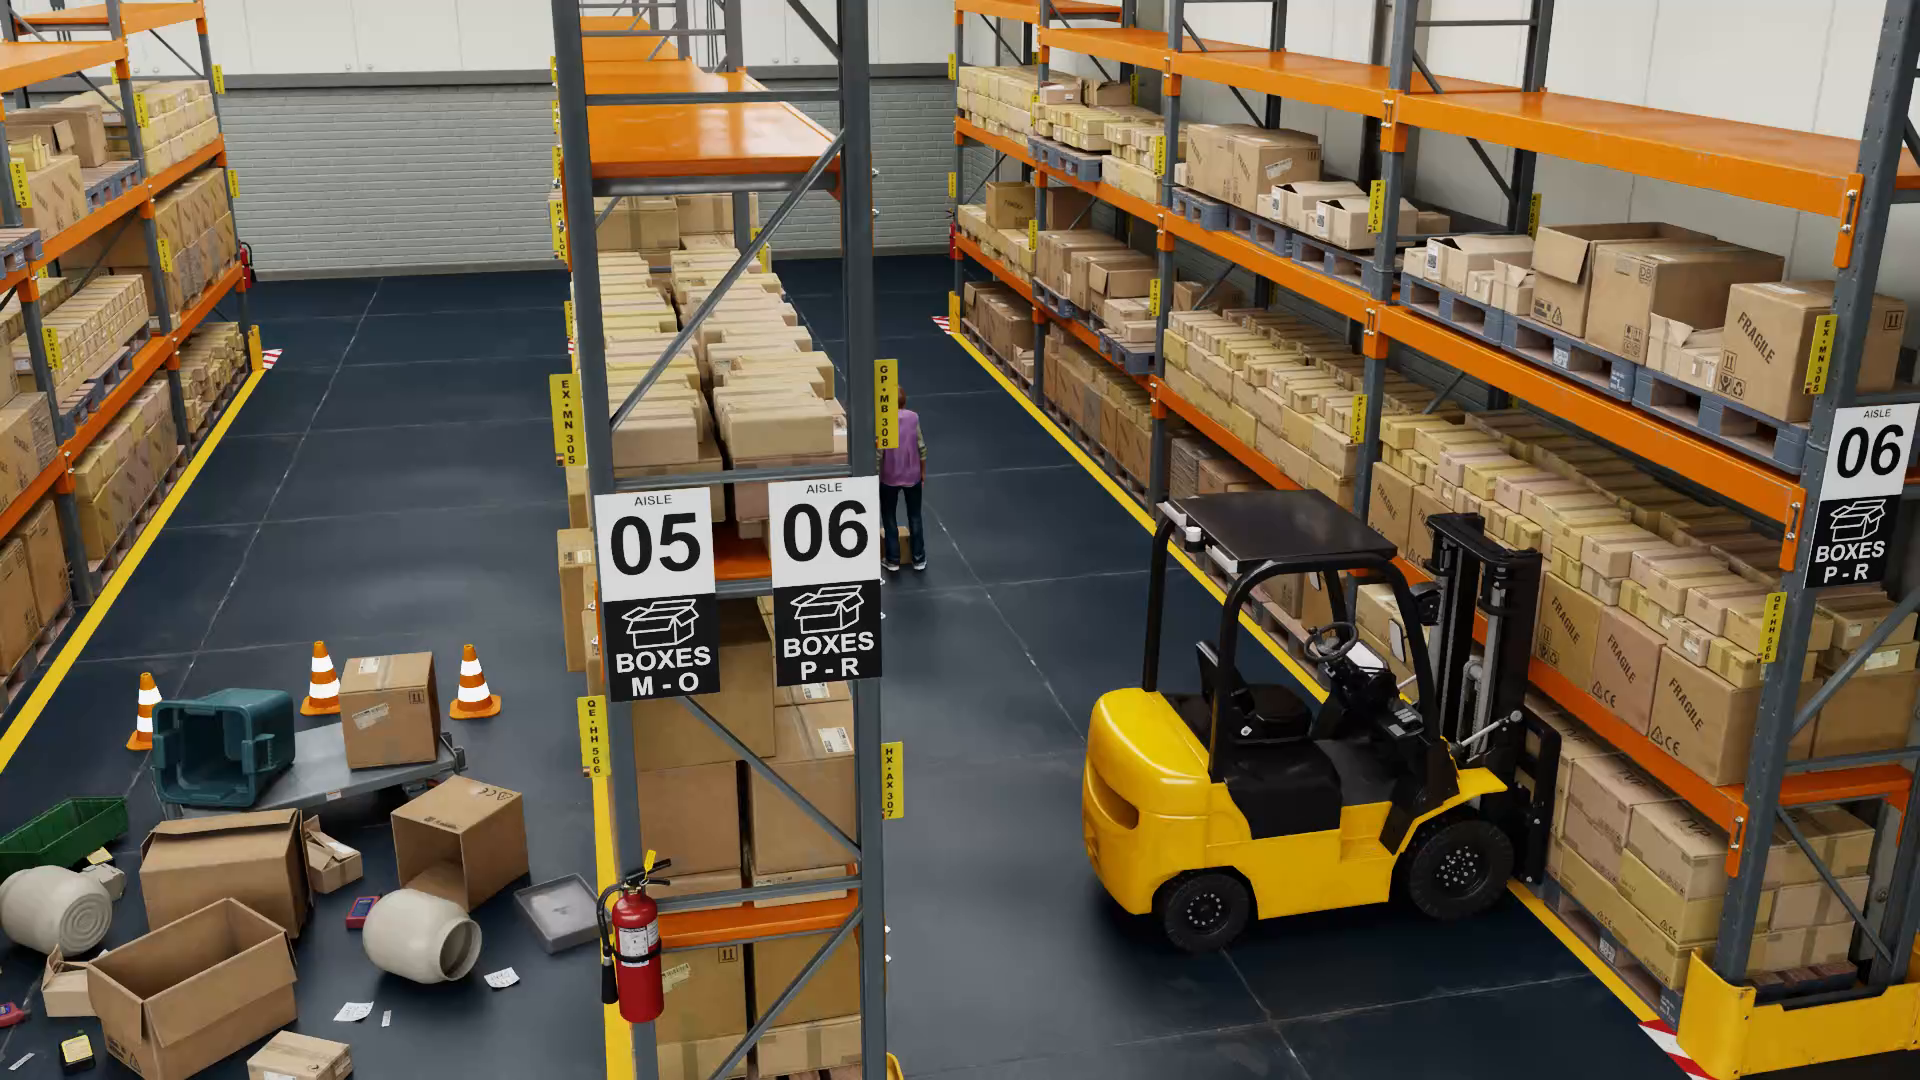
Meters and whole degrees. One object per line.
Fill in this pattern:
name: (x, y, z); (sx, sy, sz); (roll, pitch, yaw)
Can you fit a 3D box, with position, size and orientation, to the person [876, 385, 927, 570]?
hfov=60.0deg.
person: (-0.500, -0.510, 13.749); (0.481, 1.591, 0.378); (-6, 21, -16)
